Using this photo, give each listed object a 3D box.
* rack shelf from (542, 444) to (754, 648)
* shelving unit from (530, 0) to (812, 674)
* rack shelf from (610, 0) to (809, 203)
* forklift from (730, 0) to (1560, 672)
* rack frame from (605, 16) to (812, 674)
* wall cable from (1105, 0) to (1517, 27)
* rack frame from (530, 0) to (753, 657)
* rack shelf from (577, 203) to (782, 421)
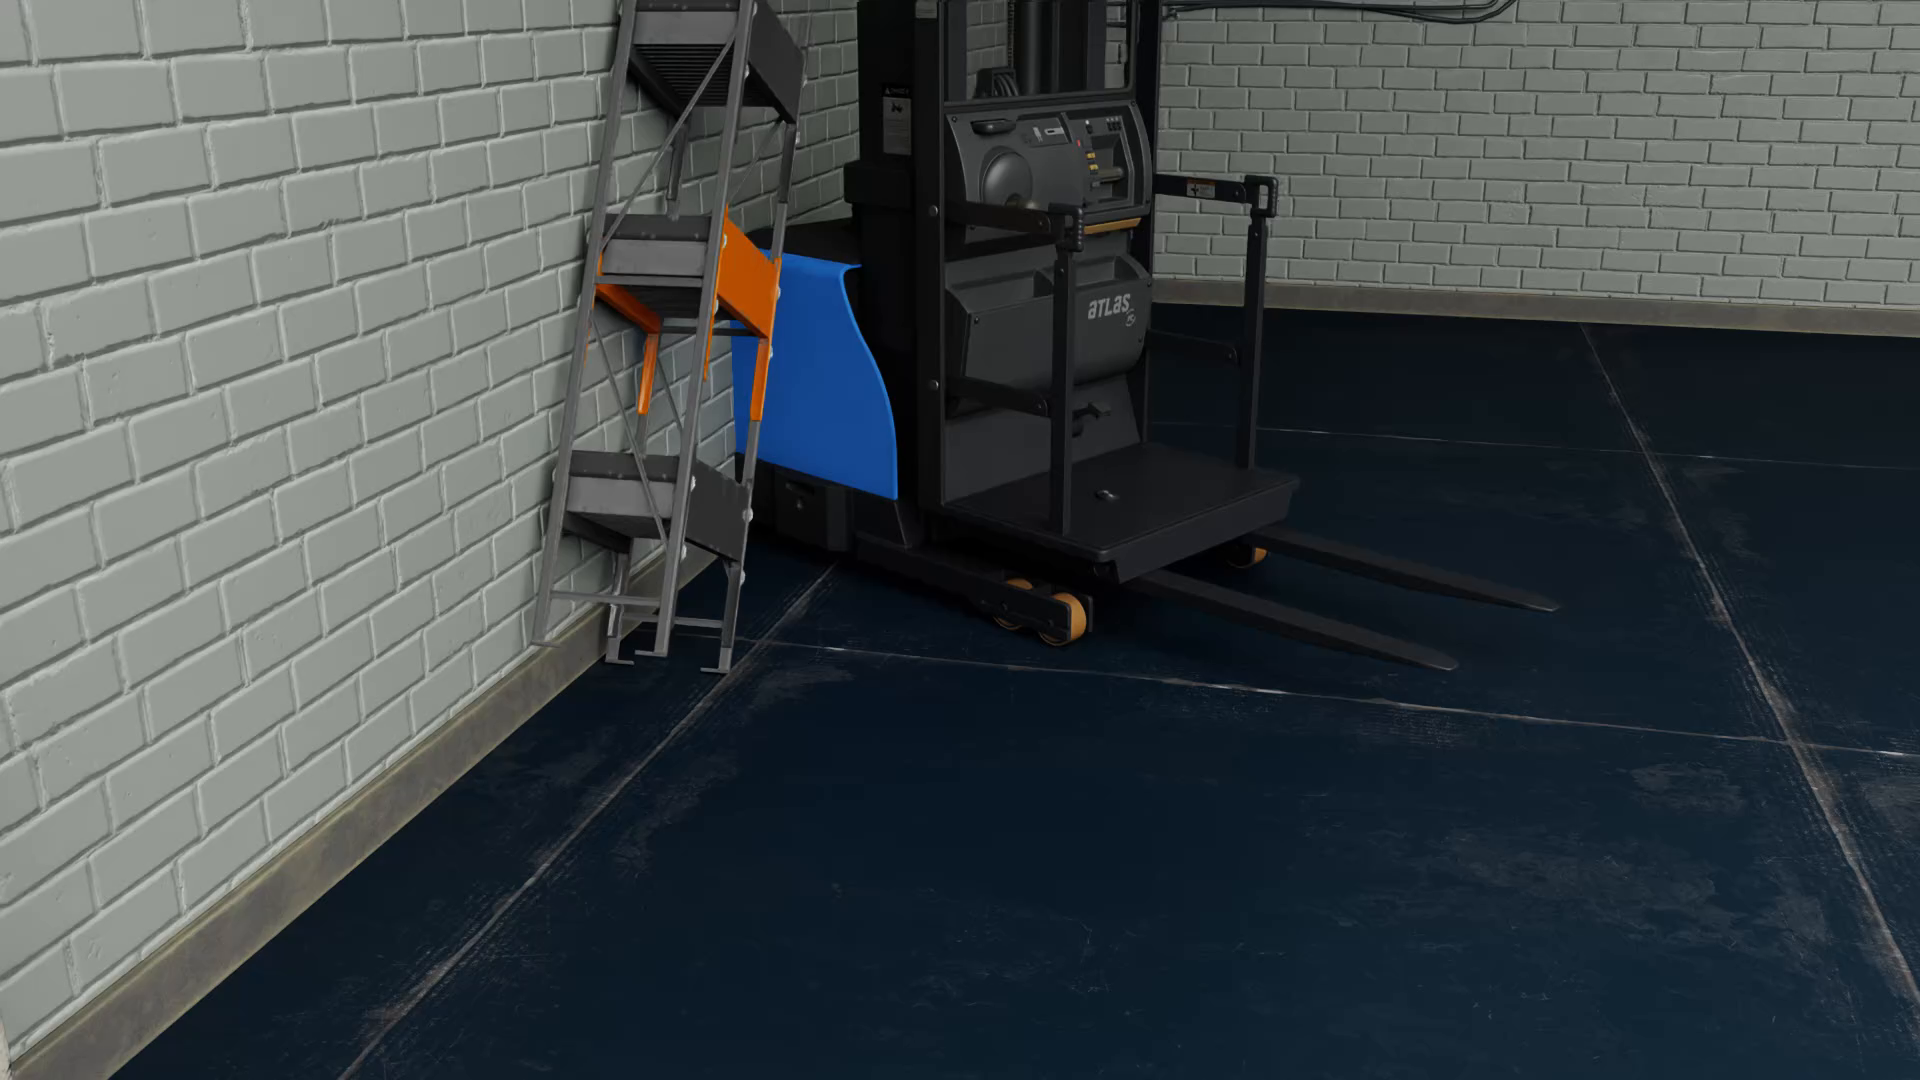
[{"bbox_3d":[-0.904,0.015,4.843,0.431,0.518,0.480,4,-9,13],"label":"rack shelf"},{"bbox_3d":[-0.830,-0.687,4.949,0.431,2.100,0.503,4,-9,13],"label":"shelving unit"},{"bbox_3d":[-0.758,-1.361,5.052,0.431,0.518,0.480,4,-9,13],"label":"rack shelf"},{"bbox_3d":[0.460,-1.243,5.293,3.031,2.935,1.130,17,25,41],"label":"forklift"},{"bbox_3d":[-0.777,-0.645,5.184,0.400,2.100,0.015,4,-9,13],"label":"rack frame"},{"bbox_3d":[1.800,-4.253,9.520,3.097,2.526,0.112,5,19,13],"label":"wall cable"},{"bbox_3d":[-0.882,-0.728,4.715,0.400,2.100,0.015,4,-9,13],"label":"rack frame"},{"bbox_3d":[-0.831,-0.673,4.947,0.431,0.518,0.480,4,-9,13],"label":"rack shelf"}]
